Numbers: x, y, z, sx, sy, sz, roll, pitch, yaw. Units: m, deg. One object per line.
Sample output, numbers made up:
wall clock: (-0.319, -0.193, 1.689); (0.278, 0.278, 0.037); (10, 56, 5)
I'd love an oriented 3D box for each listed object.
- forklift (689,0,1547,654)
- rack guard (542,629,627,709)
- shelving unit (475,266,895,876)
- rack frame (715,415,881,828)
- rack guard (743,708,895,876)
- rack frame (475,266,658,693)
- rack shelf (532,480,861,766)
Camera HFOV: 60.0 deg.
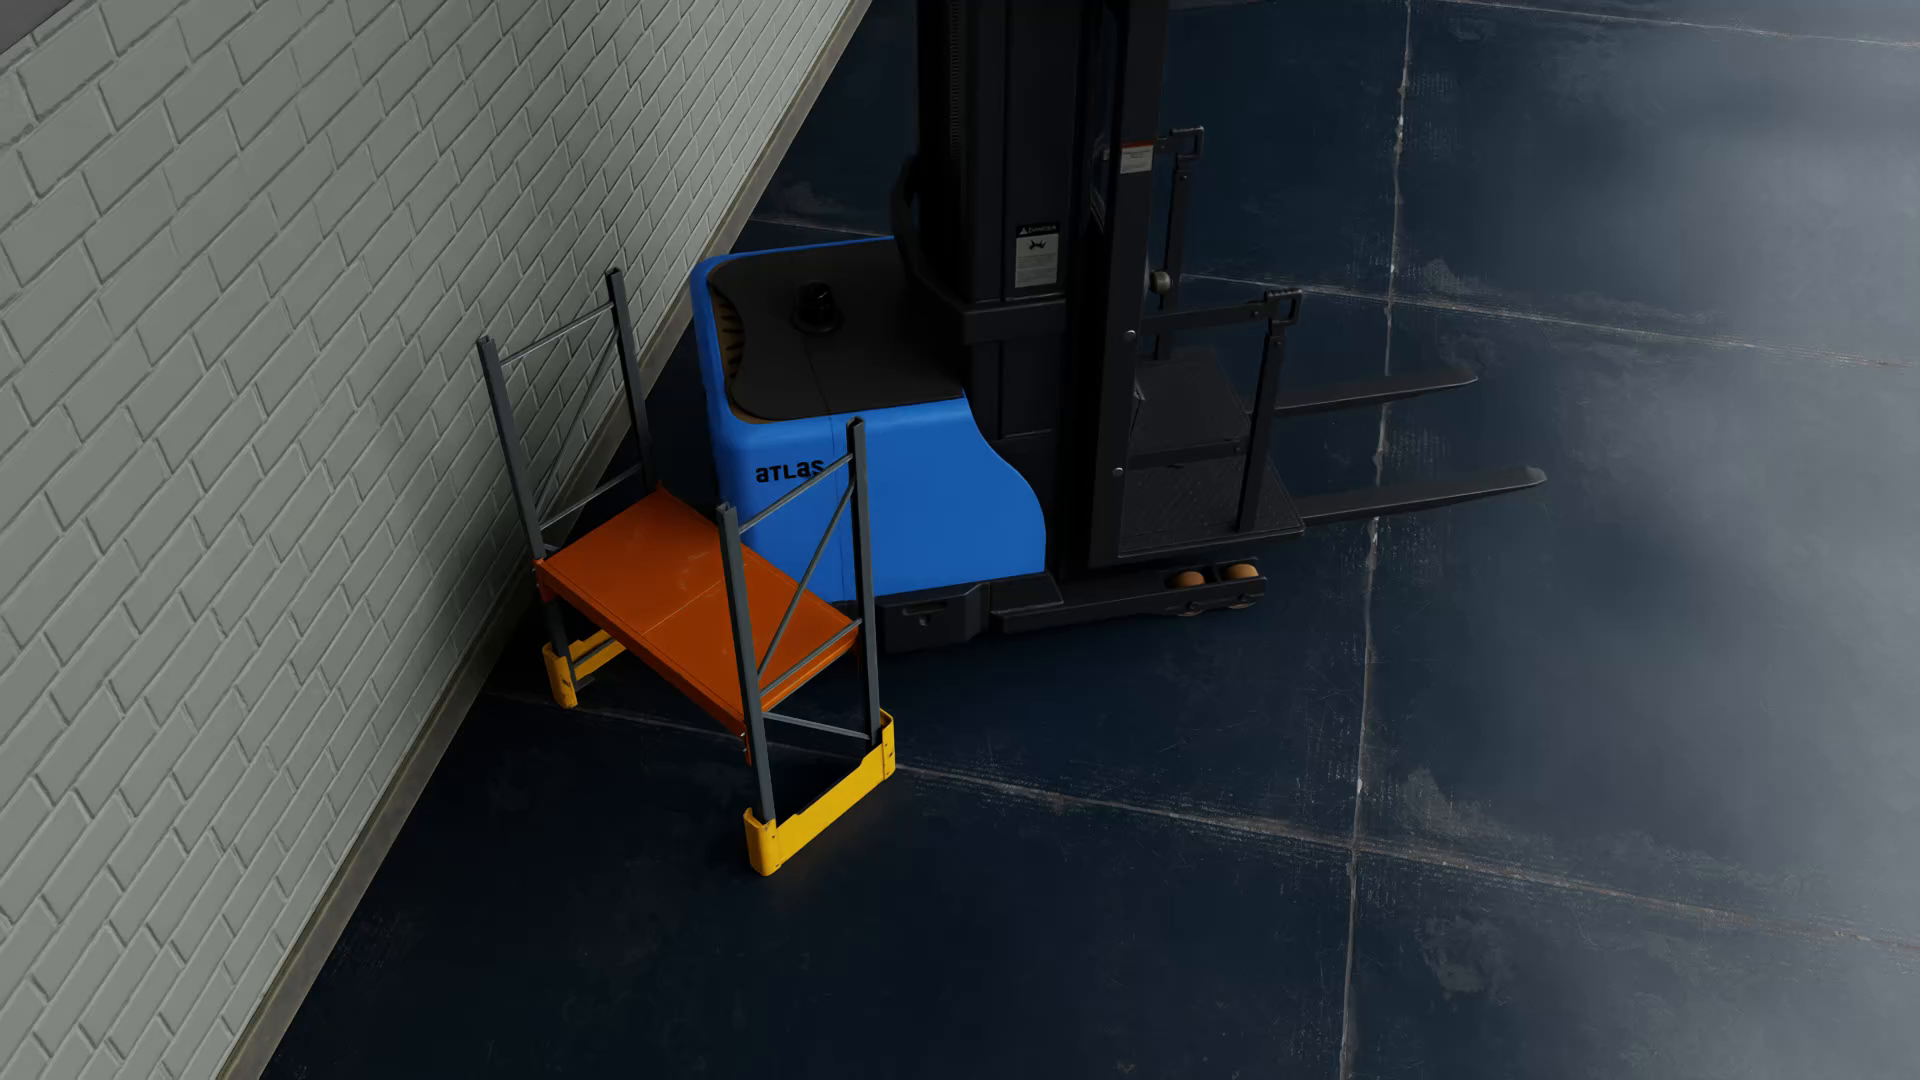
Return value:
forklift: (0.629, -1.134, 5.314); (3.031, 2.935, 1.130); (-8, 45, -8)
rack guard: (-1.165, 0.322, 5.735); (0.087, 0.250, 0.587); (33, 53, 29)
shelving unit: (-0.800, 0.107, 5.058); (1.083, 1.500, 0.587); (33, 53, 29)
rack frame: (-0.433, 0.342, 4.813); (0.032, 1.500, 0.500); (33, 53, 29)
rack guard: (-0.434, 0.791, 5.247); (0.087, 0.250, 0.587); (33, 53, 29)
rack frame: (-1.179, -0.137, 5.311); (0.032, 1.500, 0.500); (33, 53, 29)
rack shelf: (-0.806, 0.232, 5.187); (1.000, 0.185, 0.538); (33, 53, 29)
